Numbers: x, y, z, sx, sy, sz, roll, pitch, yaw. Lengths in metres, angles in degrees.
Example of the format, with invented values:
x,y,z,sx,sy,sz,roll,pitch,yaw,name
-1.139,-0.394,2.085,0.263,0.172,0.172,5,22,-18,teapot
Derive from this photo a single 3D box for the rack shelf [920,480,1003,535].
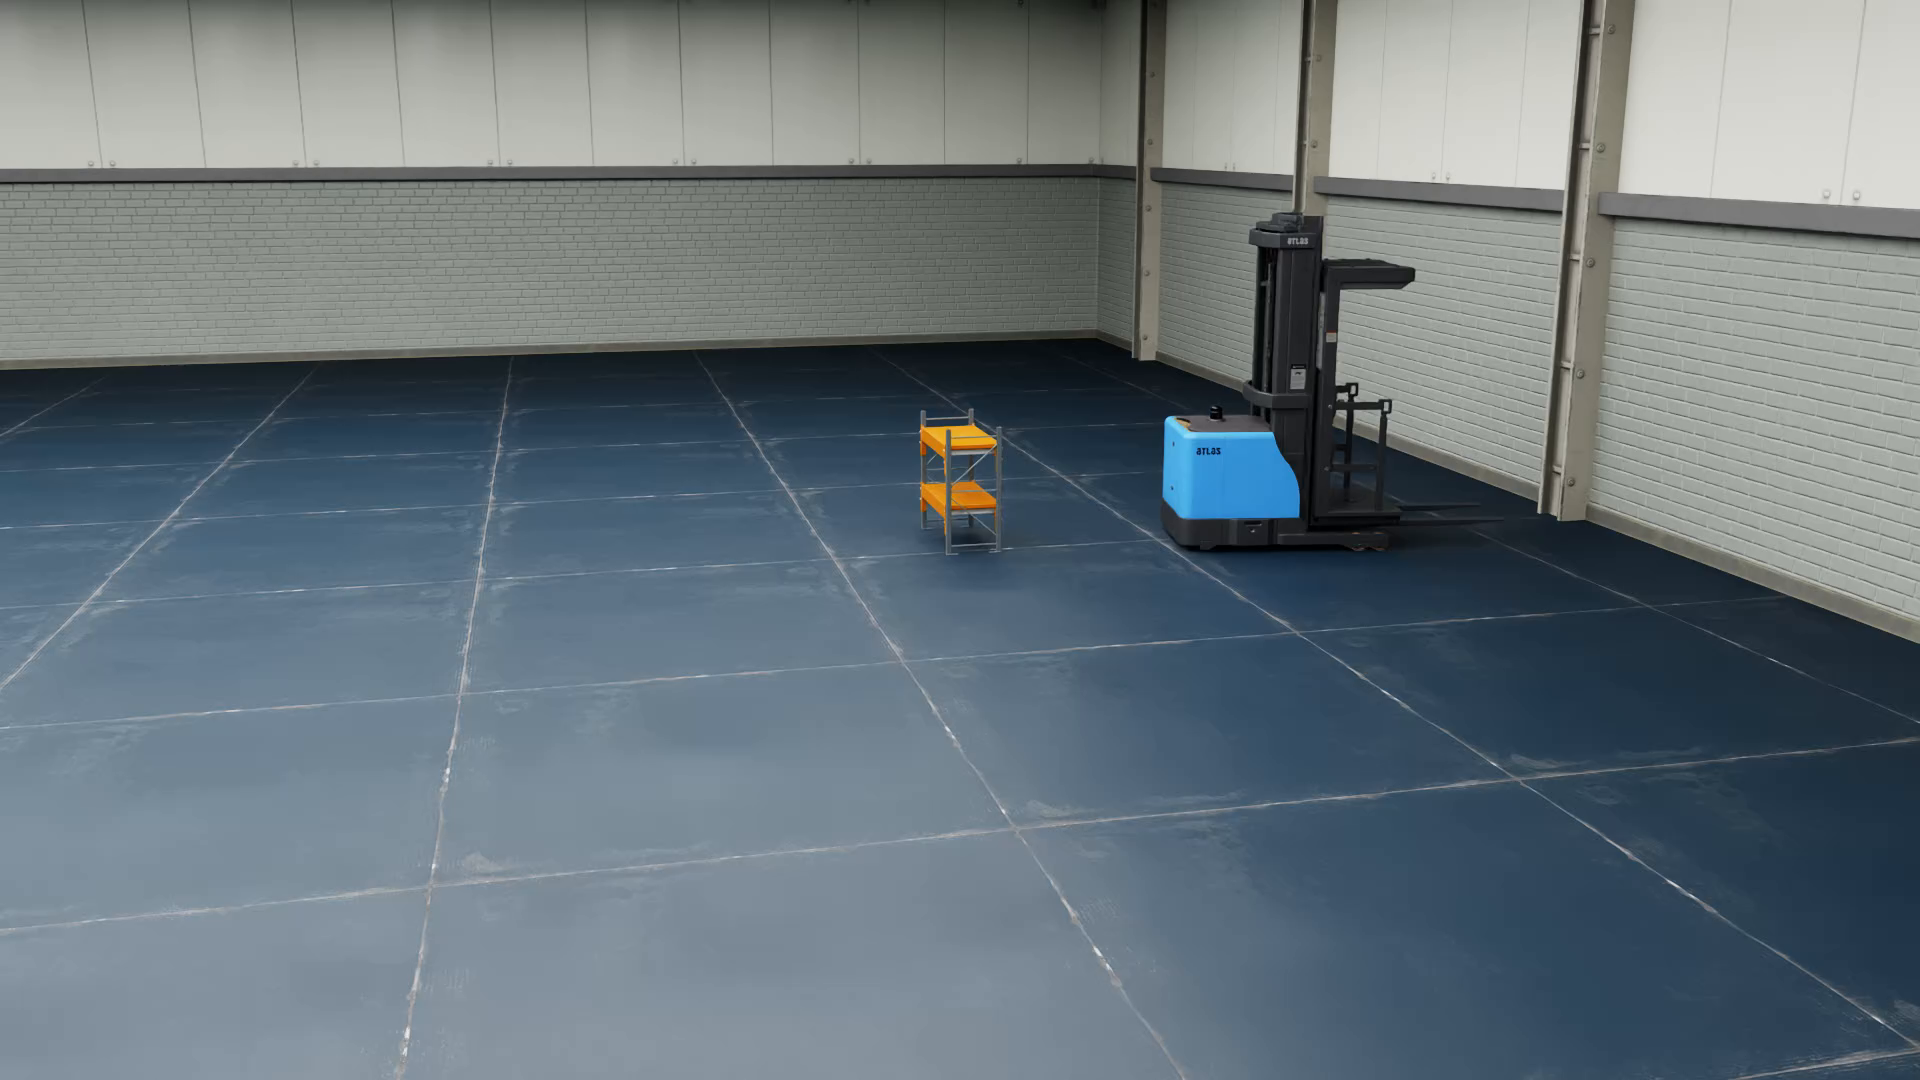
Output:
x,y,z,sx,sy,sz,roll,pitch,yaw,name
0.002,-0.307,15.168,0.538,0.278,1.000,-3,14,-13,rack shelf

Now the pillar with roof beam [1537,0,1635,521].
x,y,z,sx,sy,sz,roll,pitch,yaw,name
1.688,-4.366,14.160,9.100,9.000,0.400,-3,14,-13,pillar with roof beam

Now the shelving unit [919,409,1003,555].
x,y,z,sx,sy,sz,roll,pitch,yaw,name
0.002,-0.545,15.110,0.538,1.125,1.048,-3,14,-13,shelving unit

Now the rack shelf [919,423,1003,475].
x,y,z,sx,sy,sz,roll,pitch,yaw,name
0.002,-0.829,15.041,0.538,0.278,1.000,-3,14,-13,rack shelf

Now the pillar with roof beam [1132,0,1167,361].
x,y,z,sx,sy,sz,roll,pitch,yaw,name
-1.130,-7.134,25.491,9.100,9.000,0.400,-3,14,-13,pillar with roof beam

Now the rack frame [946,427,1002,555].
x,y,z,sx,sy,sz,roll,pitch,yaw,name
0.121,-0.428,14.630,0.500,1.125,0.032,-3,14,-13,rack frame

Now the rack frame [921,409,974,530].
x,y,z,sx,sy,sz,roll,pitch,yaw,name
-0.118,-0.662,15.590,0.500,1.125,0.032,-3,14,-13,rack frame

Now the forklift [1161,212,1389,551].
x,y,z,sx,sy,sz,roll,pitch,yaw,name
3.429,-1.449,15.006,3.031,2.935,1.130,-1,14,-4,forklift
